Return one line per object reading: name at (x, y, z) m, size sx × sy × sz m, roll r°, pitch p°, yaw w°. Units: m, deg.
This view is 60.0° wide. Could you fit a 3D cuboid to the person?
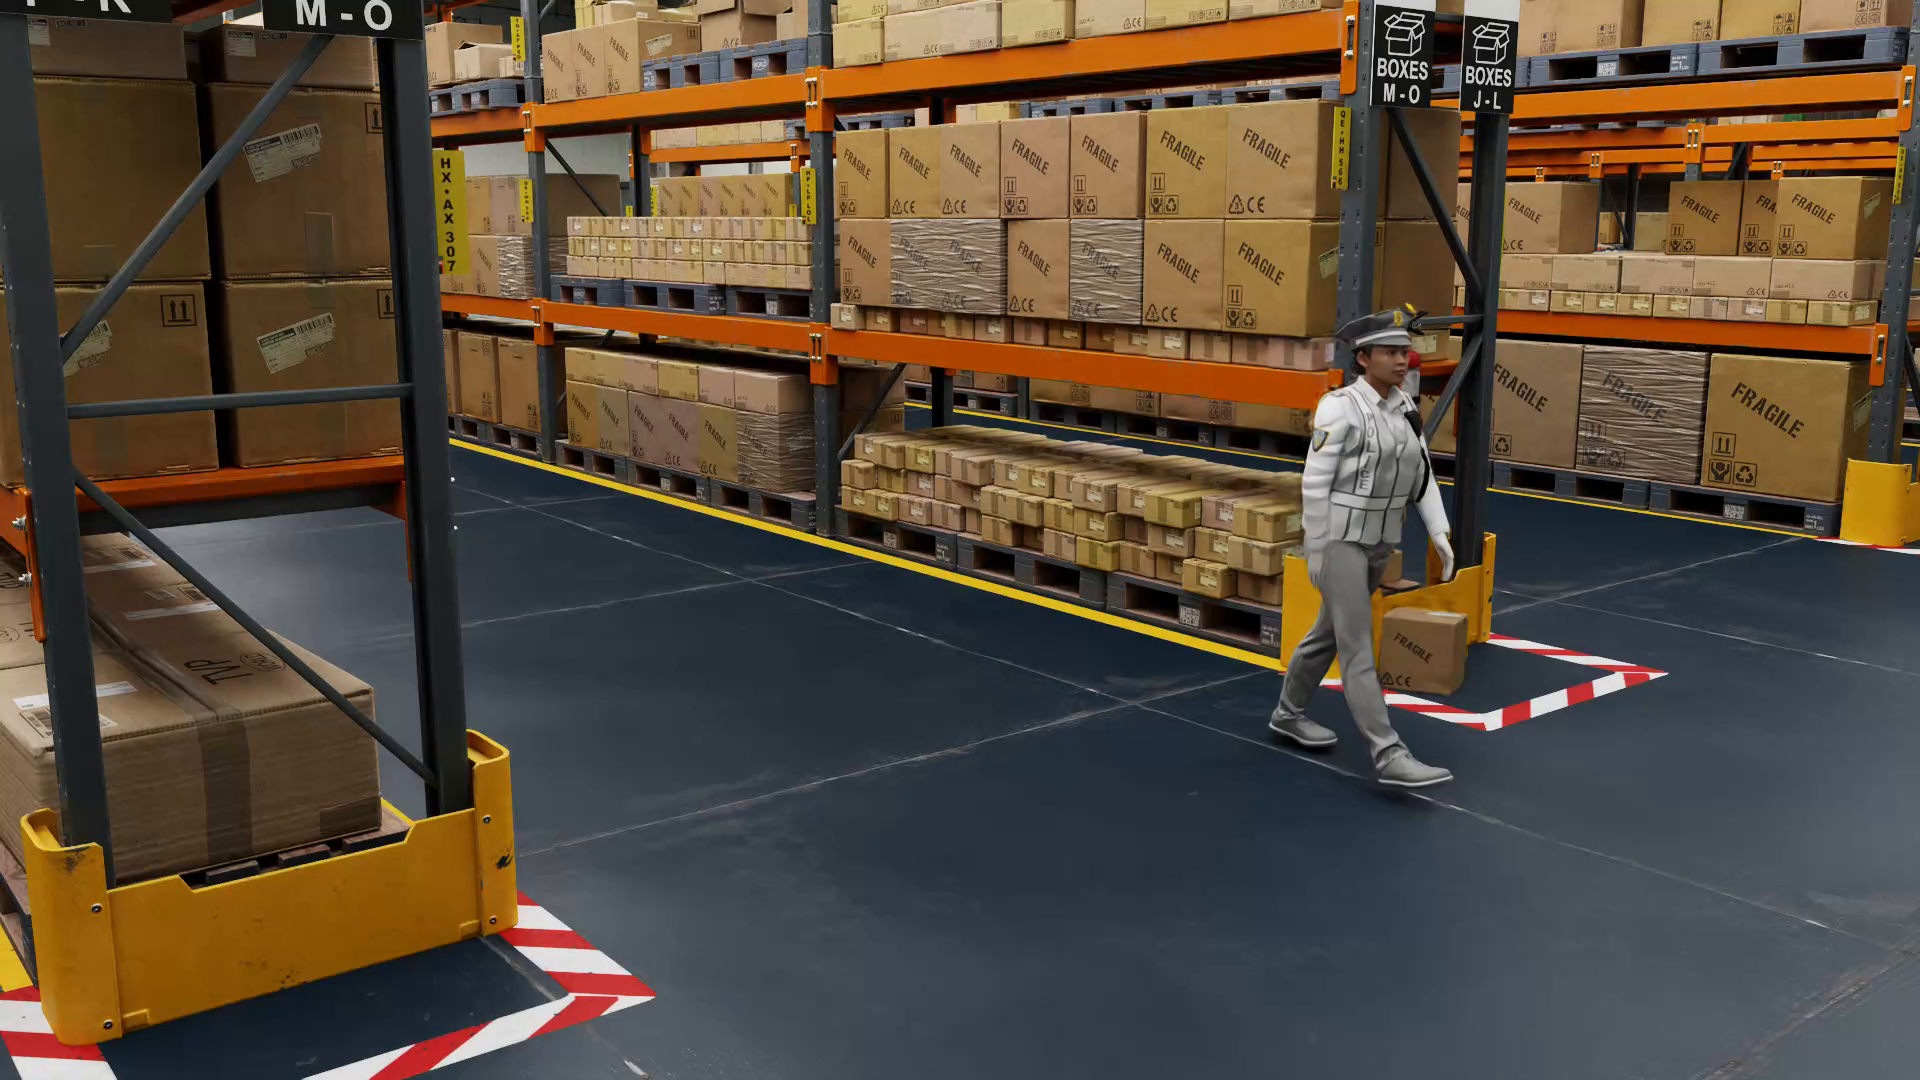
person at (1.459, 0.011, 5.837) m, size 0.506 × 1.632 × 0.946 m, roll -9°, pitch 14°, yaw -37°
